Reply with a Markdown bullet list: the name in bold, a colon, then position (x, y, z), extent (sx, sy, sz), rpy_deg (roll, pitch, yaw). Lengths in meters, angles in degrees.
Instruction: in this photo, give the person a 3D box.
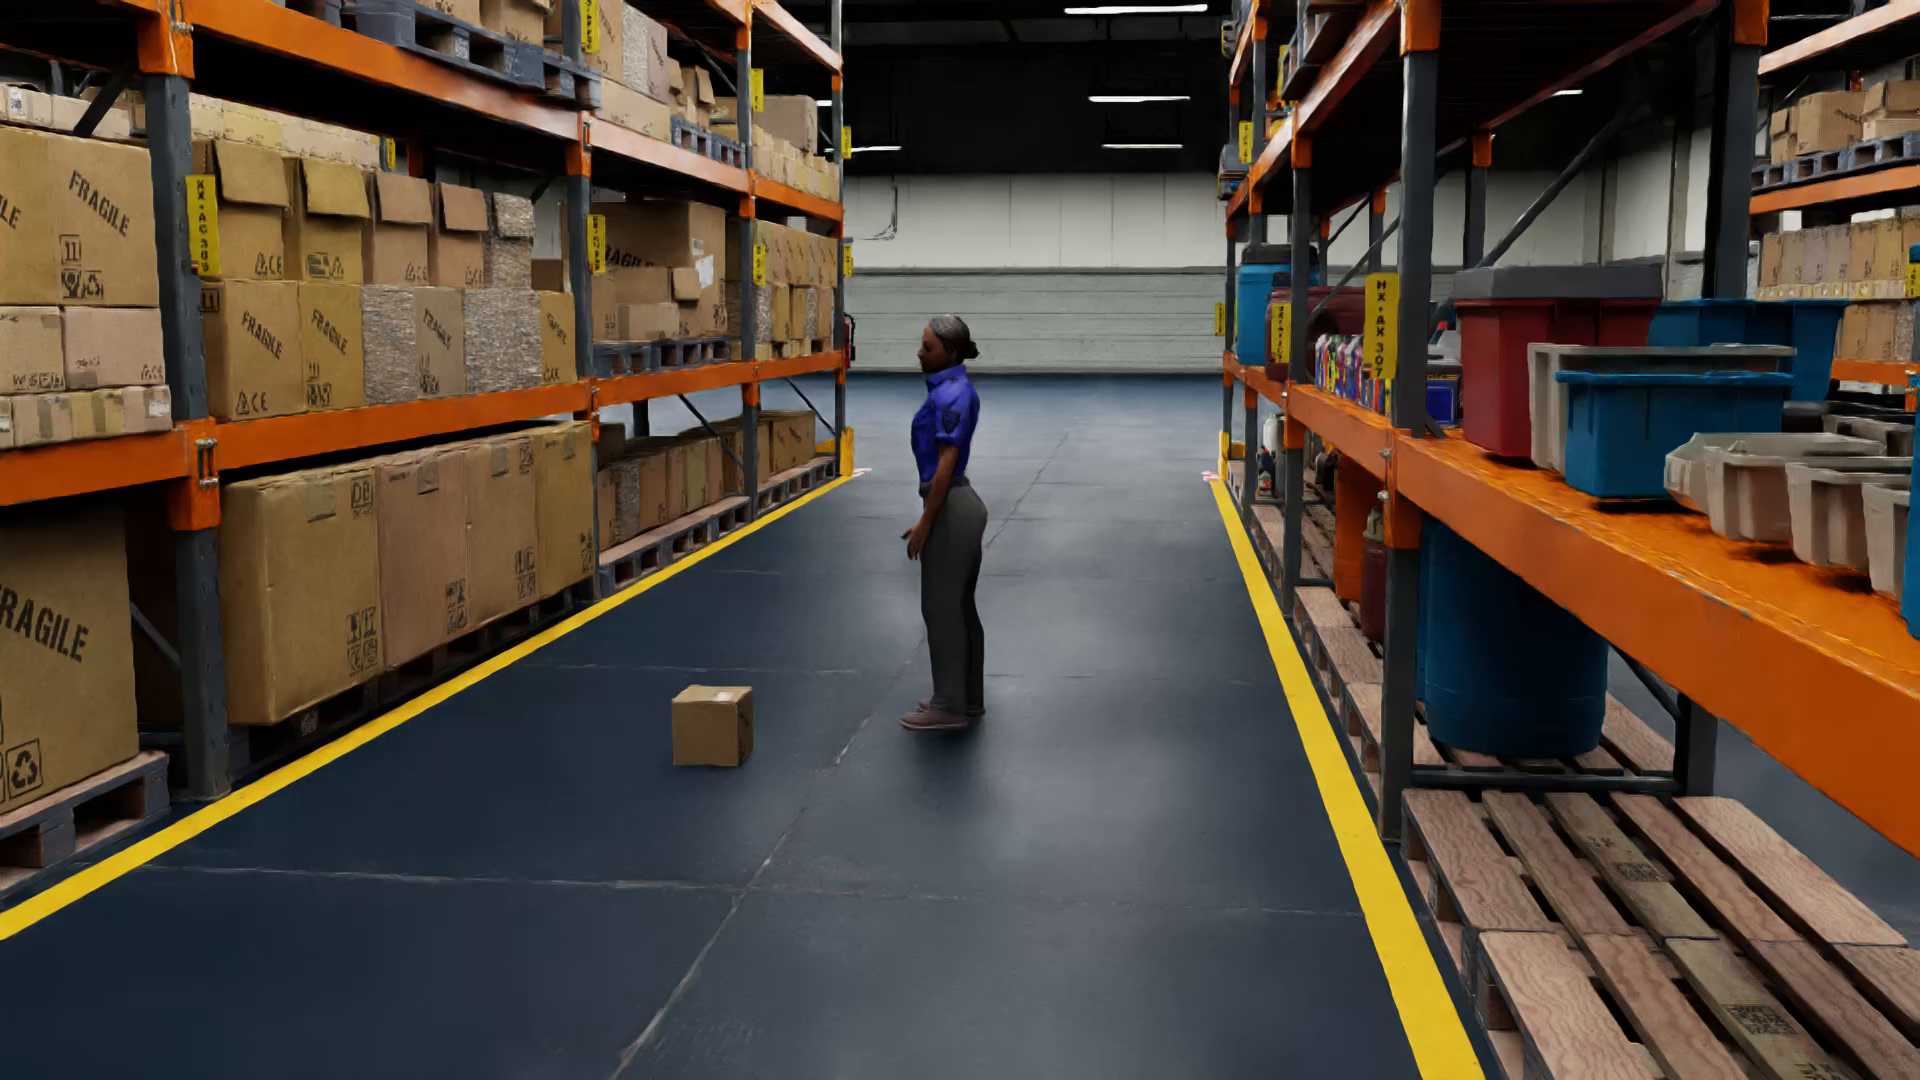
- **person**: position (-0.063, -0.071, 6.684), extent (0.349, 1.664, 0.493), rpy_deg (0, 8, 3)
